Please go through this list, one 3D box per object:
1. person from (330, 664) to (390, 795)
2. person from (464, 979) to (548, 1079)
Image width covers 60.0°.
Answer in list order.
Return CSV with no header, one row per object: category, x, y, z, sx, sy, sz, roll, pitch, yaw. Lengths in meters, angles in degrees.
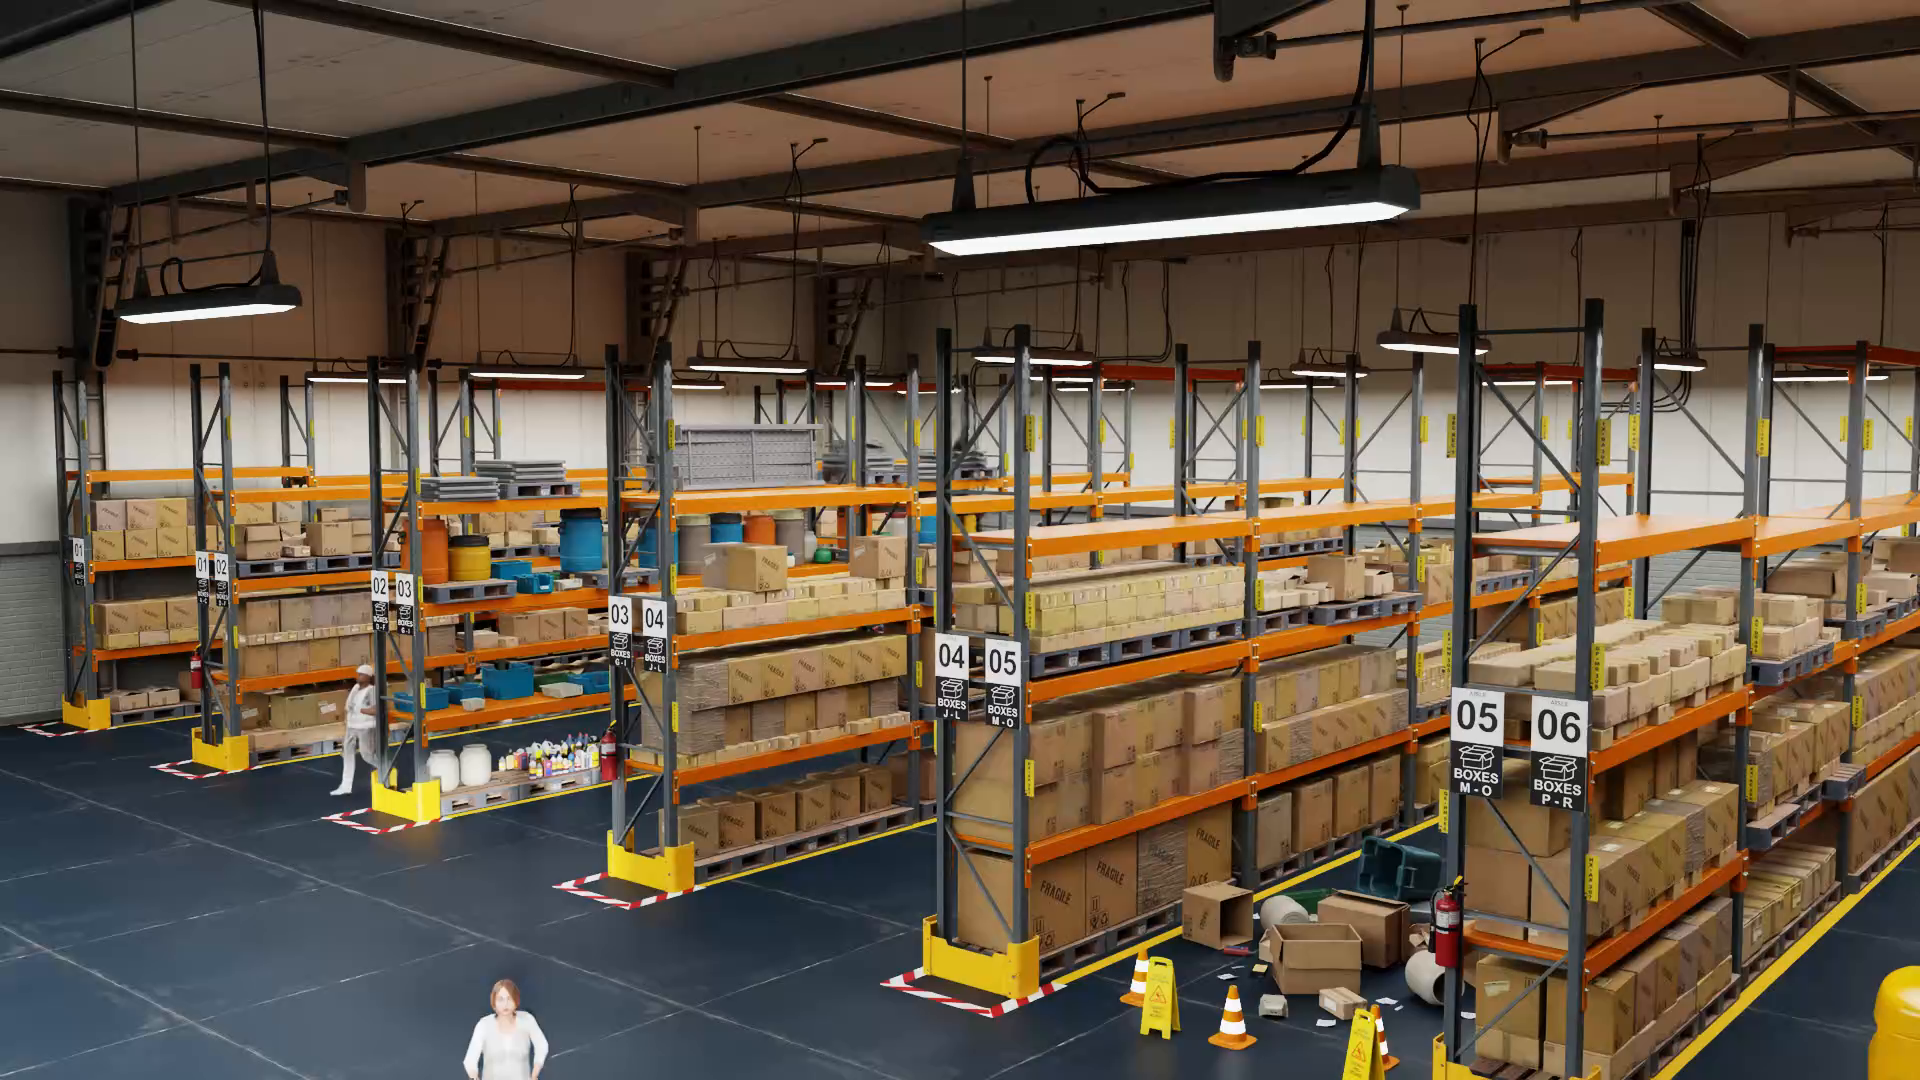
person,-8.291,2.605,22.988,0.689,1.758,0.939,3,5,34
person,-2.941,3.623,10.807,0.536,1.561,0.660,-1,4,-19
